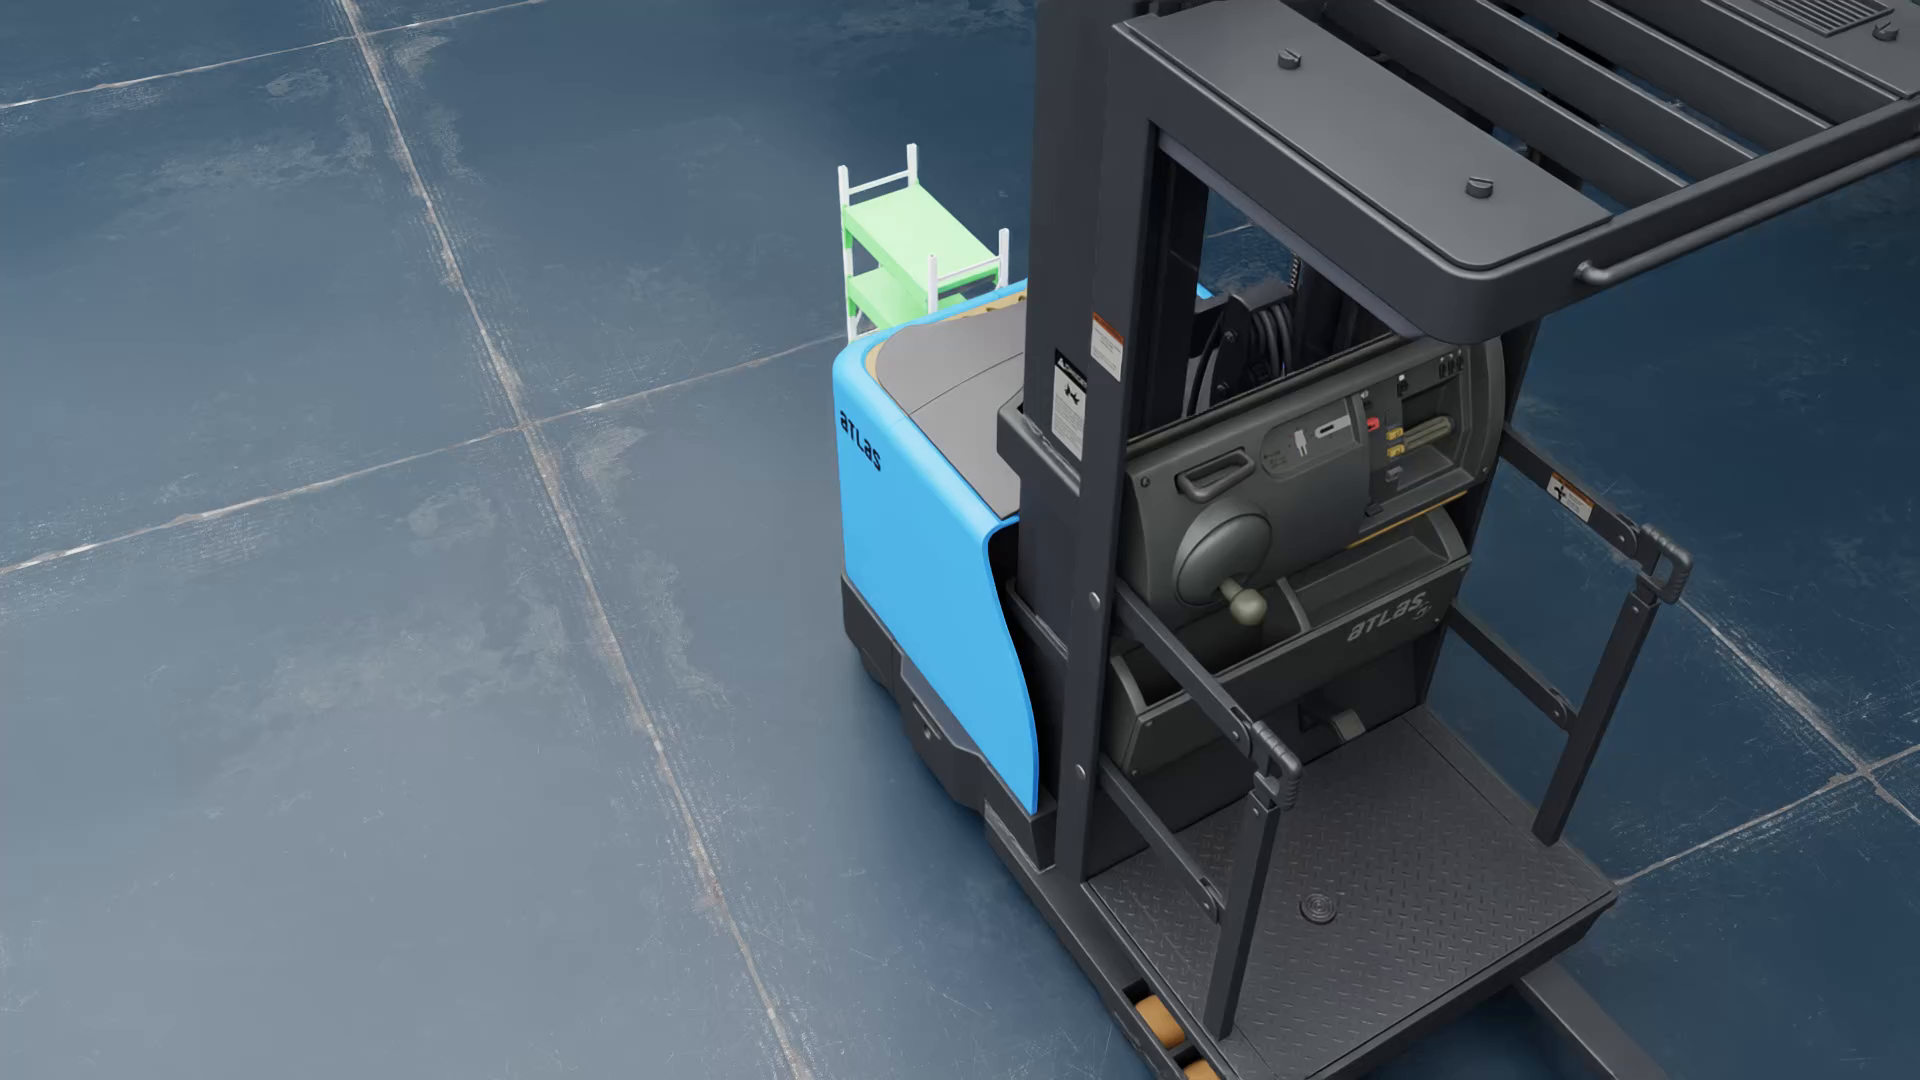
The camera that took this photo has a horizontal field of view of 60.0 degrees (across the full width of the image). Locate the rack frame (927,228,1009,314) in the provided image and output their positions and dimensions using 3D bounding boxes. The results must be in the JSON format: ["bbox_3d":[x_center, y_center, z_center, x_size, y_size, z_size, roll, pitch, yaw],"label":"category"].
[{"bbox_3d":[0.023,-0.345,4.746,0.240,1.200,0.015,-23,49,-22],"label":"rack frame"}]

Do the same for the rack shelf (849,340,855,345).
[{"bbox_3d":[-0.103,-0.447,4.940,0.258,0.148,0.480,-23,49,-22],"label":"rack shelf"}]

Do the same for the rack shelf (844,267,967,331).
[{"bbox_3d":[-0.103,-0.618,4.771,0.258,0.148,0.480,-23,49,-22],"label":"rack shelf"}]

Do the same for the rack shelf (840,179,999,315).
[{"bbox_3d":[-0.103,-0.788,4.602,0.258,0.148,0.480,-23,49,-22],"label":"rack shelf"}]

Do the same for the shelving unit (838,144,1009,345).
[{"bbox_3d":[-0.103,-0.492,4.895,0.258,1.200,0.503,-23,49,-22],"label":"shelving unit"}]

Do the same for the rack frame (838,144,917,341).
[{"bbox_3d":[-0.229,-0.639,5.044,0.240,1.200,0.015,-23,49,-22],"label":"rack frame"}]

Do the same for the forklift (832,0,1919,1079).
[{"bbox_3d":[0.849,-0.052,3.216,1.130,2.935,3.031,-23,49,-22],"label":"forklift"}]
